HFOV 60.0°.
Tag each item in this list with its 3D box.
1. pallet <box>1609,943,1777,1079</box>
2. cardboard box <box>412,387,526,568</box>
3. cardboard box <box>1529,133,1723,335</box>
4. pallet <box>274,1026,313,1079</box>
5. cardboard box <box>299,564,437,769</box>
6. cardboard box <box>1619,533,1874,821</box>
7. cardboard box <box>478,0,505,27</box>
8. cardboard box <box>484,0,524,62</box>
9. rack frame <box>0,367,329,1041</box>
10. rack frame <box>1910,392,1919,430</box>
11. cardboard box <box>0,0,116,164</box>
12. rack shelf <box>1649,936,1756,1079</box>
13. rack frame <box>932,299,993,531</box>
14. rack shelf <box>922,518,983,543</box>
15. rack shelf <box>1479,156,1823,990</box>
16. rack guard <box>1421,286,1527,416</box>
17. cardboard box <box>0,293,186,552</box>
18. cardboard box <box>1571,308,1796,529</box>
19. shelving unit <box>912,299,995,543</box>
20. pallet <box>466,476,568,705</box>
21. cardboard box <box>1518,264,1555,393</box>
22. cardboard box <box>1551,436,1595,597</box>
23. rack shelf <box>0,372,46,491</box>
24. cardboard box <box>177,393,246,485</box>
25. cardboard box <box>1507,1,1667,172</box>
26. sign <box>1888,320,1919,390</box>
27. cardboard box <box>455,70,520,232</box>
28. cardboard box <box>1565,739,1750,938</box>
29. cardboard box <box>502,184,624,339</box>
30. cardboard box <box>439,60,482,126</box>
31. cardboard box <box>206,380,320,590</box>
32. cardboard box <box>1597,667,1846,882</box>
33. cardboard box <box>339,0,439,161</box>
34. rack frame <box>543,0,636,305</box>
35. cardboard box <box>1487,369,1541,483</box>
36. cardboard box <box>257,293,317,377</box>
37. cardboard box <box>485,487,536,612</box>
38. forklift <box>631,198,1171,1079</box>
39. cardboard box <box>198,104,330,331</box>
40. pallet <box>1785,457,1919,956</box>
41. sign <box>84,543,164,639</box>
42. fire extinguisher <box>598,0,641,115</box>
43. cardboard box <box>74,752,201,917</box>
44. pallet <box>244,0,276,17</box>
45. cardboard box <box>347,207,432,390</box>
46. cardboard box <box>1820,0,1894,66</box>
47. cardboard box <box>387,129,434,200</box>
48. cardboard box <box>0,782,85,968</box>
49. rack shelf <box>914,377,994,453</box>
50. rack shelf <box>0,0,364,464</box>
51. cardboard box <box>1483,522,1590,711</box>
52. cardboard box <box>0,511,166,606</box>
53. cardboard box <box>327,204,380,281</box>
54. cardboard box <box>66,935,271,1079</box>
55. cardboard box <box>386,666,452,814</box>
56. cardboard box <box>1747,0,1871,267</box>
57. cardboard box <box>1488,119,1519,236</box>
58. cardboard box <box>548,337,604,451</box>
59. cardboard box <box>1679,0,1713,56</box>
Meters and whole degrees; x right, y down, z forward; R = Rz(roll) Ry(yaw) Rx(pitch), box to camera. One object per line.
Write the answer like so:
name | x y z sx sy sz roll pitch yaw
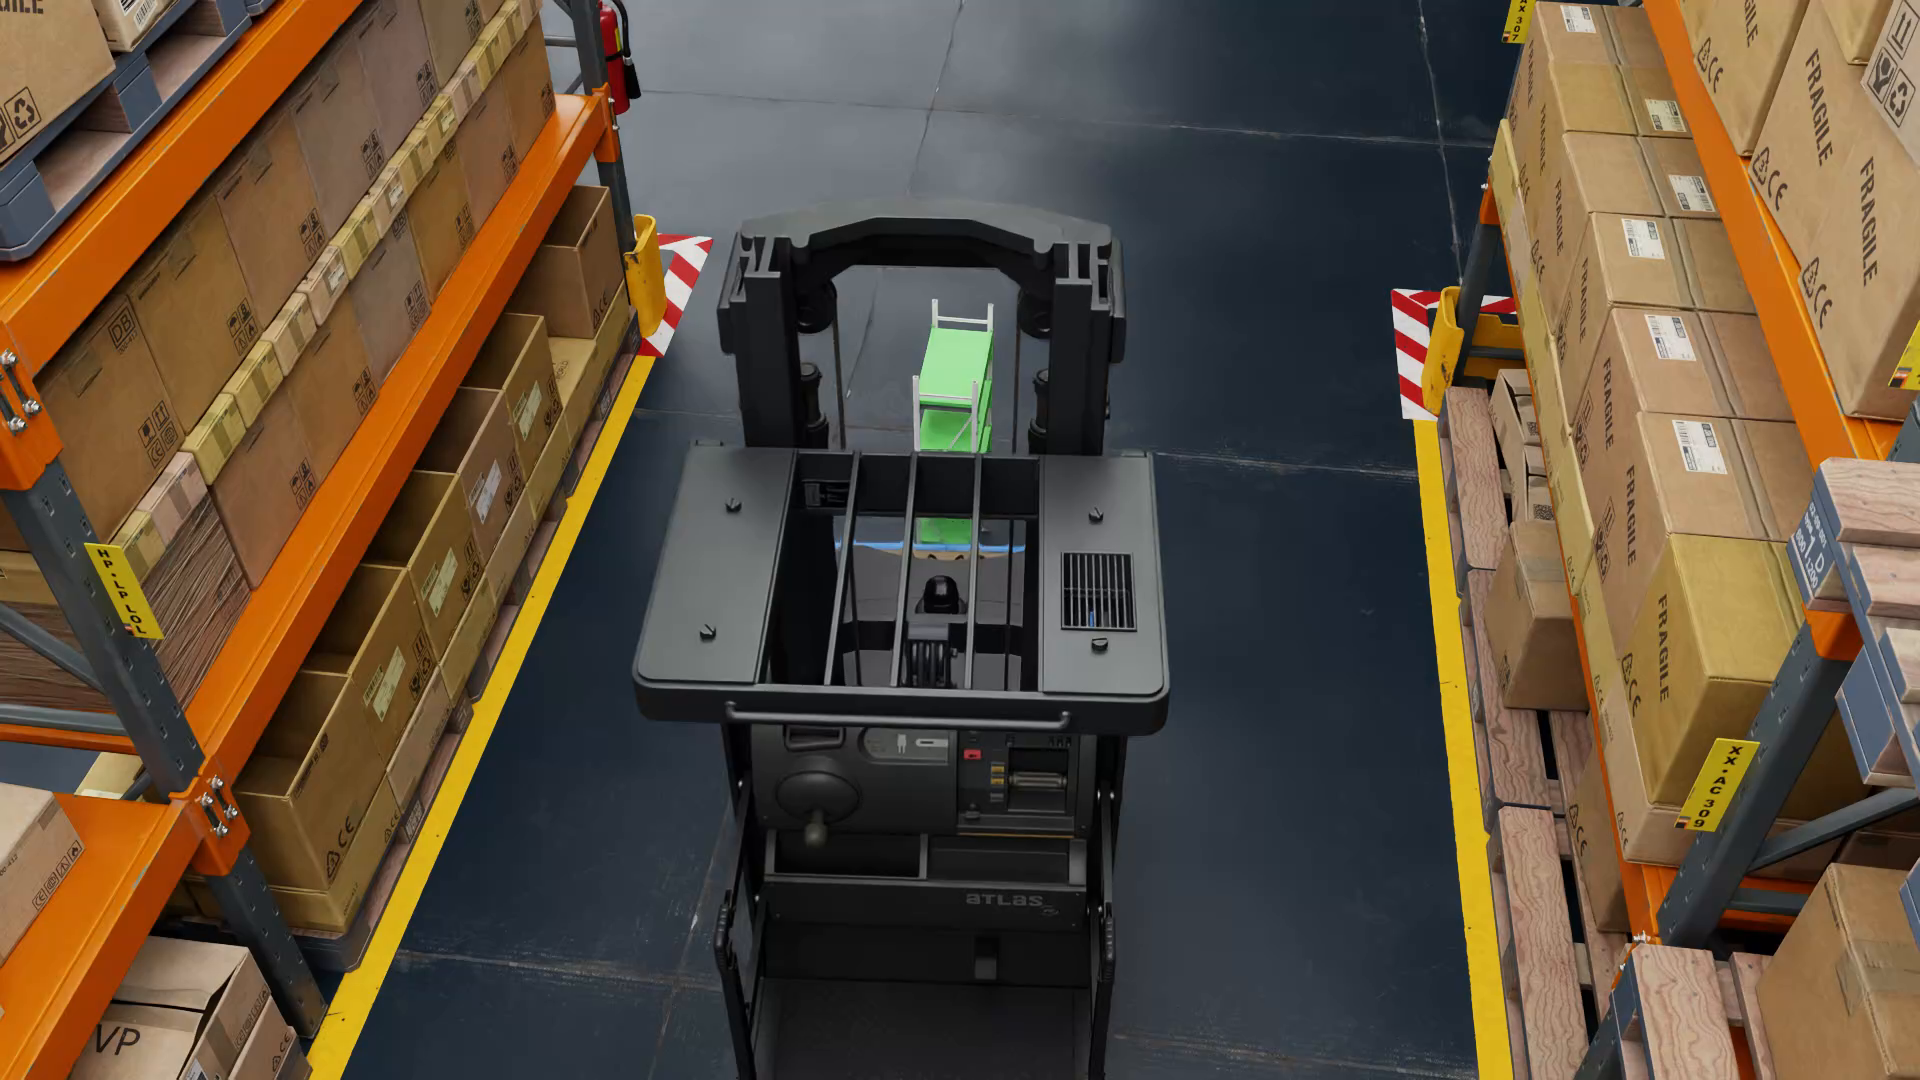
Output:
pallet | 2.041 1.504 3.619 1.003 0.211 1.213 5 44 6
cardboard box | -2.056 -0.257 6.489 0.500 0.500 0.500 5 44 6
cardboard box | 2.305 -1.039 5.714 0.500 0.500 0.500 4 44 4
pallet | -2.683 1.998 4.987 1.003 0.211 1.213 5 44 6
cardboard box | -2.194 0.424 5.770 0.500 0.500 0.500 5 44 6
cardboard box | 2.043 0.352 4.246 0.500 0.500 0.500 5 44 5
cardboard box | -2.177 -2.401 6.588 0.700 0.500 0.500 5 44 6
cardboard box | -1.990 -2.062 6.702 0.380 0.149 0.250 6 44 7
rack frame | -2.624 0.479 4.562 1.000 3.000 0.127 5 44 6
rack frame | 2.287 -1.251 2.027 1.000 3.000 0.127 5 44 6
cardboard box | -2.296 -1.169 3.641 0.500 0.500 0.500 9 44 9
rack shelf | 2.022 2.551 2.897 1.077 0.370 4.000 5 44 6
rack frame | 0.010 -0.489 6.894 0.240 1.200 0.015 5 44 6
rack shelf | -0.022 -0.102 6.927 0.258 0.148 0.480 5 44 6
rack shelf | 2.551 -0.175 5.776 1.077 0.370 4.000 5 44 6
rack guard | 2.805 -0.840 7.773 1.175 0.500 0.348 5 44 6
cardboard box | -2.572 -0.331 4.402 0.700 0.500 0.500 5 44 6
cardboard box | 2.180 -0.331 4.967 0.500 0.500 0.500 4 44 4
shelving unit | -0.022 -0.323 6.718 0.258 1.200 0.503 5 44 6
pallet | -2.319 0.120 6.970 1.003 0.211 1.213 5 44 6
cardboard box | 2.309 -0.746 5.951 0.500 0.250 0.500 5 44 5
cardboard box | 2.174 -0.059 5.225 0.500 0.250 0.500 5 44 5
rack shelf | -2.888 1.014 2.339 1.077 0.370 4.000 5 44 6
cardboard box | -2.331 -0.305 4.846 0.380 0.149 0.250 4 44 4
cardboard box | 2.454 -1.726 6.440 0.500 0.500 0.500 5 44 6
sign | 1.748 -0.394 2.927 0.100 0.325 0.005 5 44 6
cardboard box | -2.234 -1.608 6.694 0.700 0.500 0.500 6 44 7
cardboard box | 2.384 0.964 5.548 0.500 0.500 0.500 2 43 2
cardboard box | -1.871 -1.281 7.570 0.500 0.500 0.500 5 44 6
cardboard box | -2.059 -1.717 6.337 0.380 0.149 0.250 6 44 6
cardboard box | -2.508 -0.220 5.228 0.700 0.500 0.500 5 44 5
cardboard box | 2.049 0.624 4.504 0.500 0.250 0.500 5 44 6
cardboard box | -2.307 -1.699 5.846 0.700 0.500 0.500 5 44 6
rack frame | -2.095 -2.247 7.441 1.000 3.000 0.127 5 44 6
cardboard box | 2.635 -0.519 7.252 0.500 0.311 0.500 1 43 1
cardboard box | -2.263 -0.654 5.215 0.380 0.149 0.250 4 44 4
cardboard box | -2.060 0.015 6.747 0.500 0.250 0.500 5 44 6
forklift | -0.105 0.734 4.343 1.130 2.935 3.031 2 43 2
cardboard box | -2.439 -1.017 5.126 0.700 0.500 0.500 5 44 5
pallet | 2.100 0.317 2.688 1.213 0.211 1.003 5 44 6
sign | -2.085 0.130 4.146 0.100 0.325 0.005 5 44 6
fire extinguisher | -1.619 -2.257 7.508 0.296 0.674 0.183 5 44 6
cardboard box | -2.779 0.989 5.718 0.500 0.250 0.500 5 44 6
pallet | -2.373 -1.990 5.053 1.003 0.211 1.213 5 44 6
cardboard box | -2.372 -0.911 5.957 0.700 0.500 0.500 6 44 7
cardboard box | 2.147 -1.311 3.457 0.500 0.500 0.500 7 44 8
cardboard box | -2.127 -1.358 5.958 0.380 0.149 0.250 6 44 7
cardboard box | -2.646 0.873 4.255 0.500 0.250 0.500 8 44 8
rack shelf | -0.022 -0.451 6.597 0.258 0.148 0.480 5 44 6
rack shelf | -2.360 -1.712 5.218 1.077 0.370 4.000 5 44 6
cardboard box | 2.413 0.296 6.254 0.700 0.500 0.500 3 44 3
cardboard box | -2.396 0.042 4.480 0.380 0.149 0.250 5 44 5
cardboard box | -2.195 -1.014 5.595 0.380 0.149 0.250 5 44 5
cardboard box | -2.393 1.424 4.851 0.500 0.311 0.500 5 44 6
cardboard box | -2.191 0.697 6.027 0.500 0.250 0.500 5 44 6
cardboard box | 2.188 -0.916 3.767 0.500 0.500 0.500 2 43 2
cardboard box | 2.436 -1.448 6.692 0.500 0.250 0.500 4 44 4
cardboard box | -1.927 -0.667 7.467 0.500 0.250 0.500 5 44 6
cardboard box | 2.303 -1.643 4.534 0.500 0.500 0.500 8 44 8
